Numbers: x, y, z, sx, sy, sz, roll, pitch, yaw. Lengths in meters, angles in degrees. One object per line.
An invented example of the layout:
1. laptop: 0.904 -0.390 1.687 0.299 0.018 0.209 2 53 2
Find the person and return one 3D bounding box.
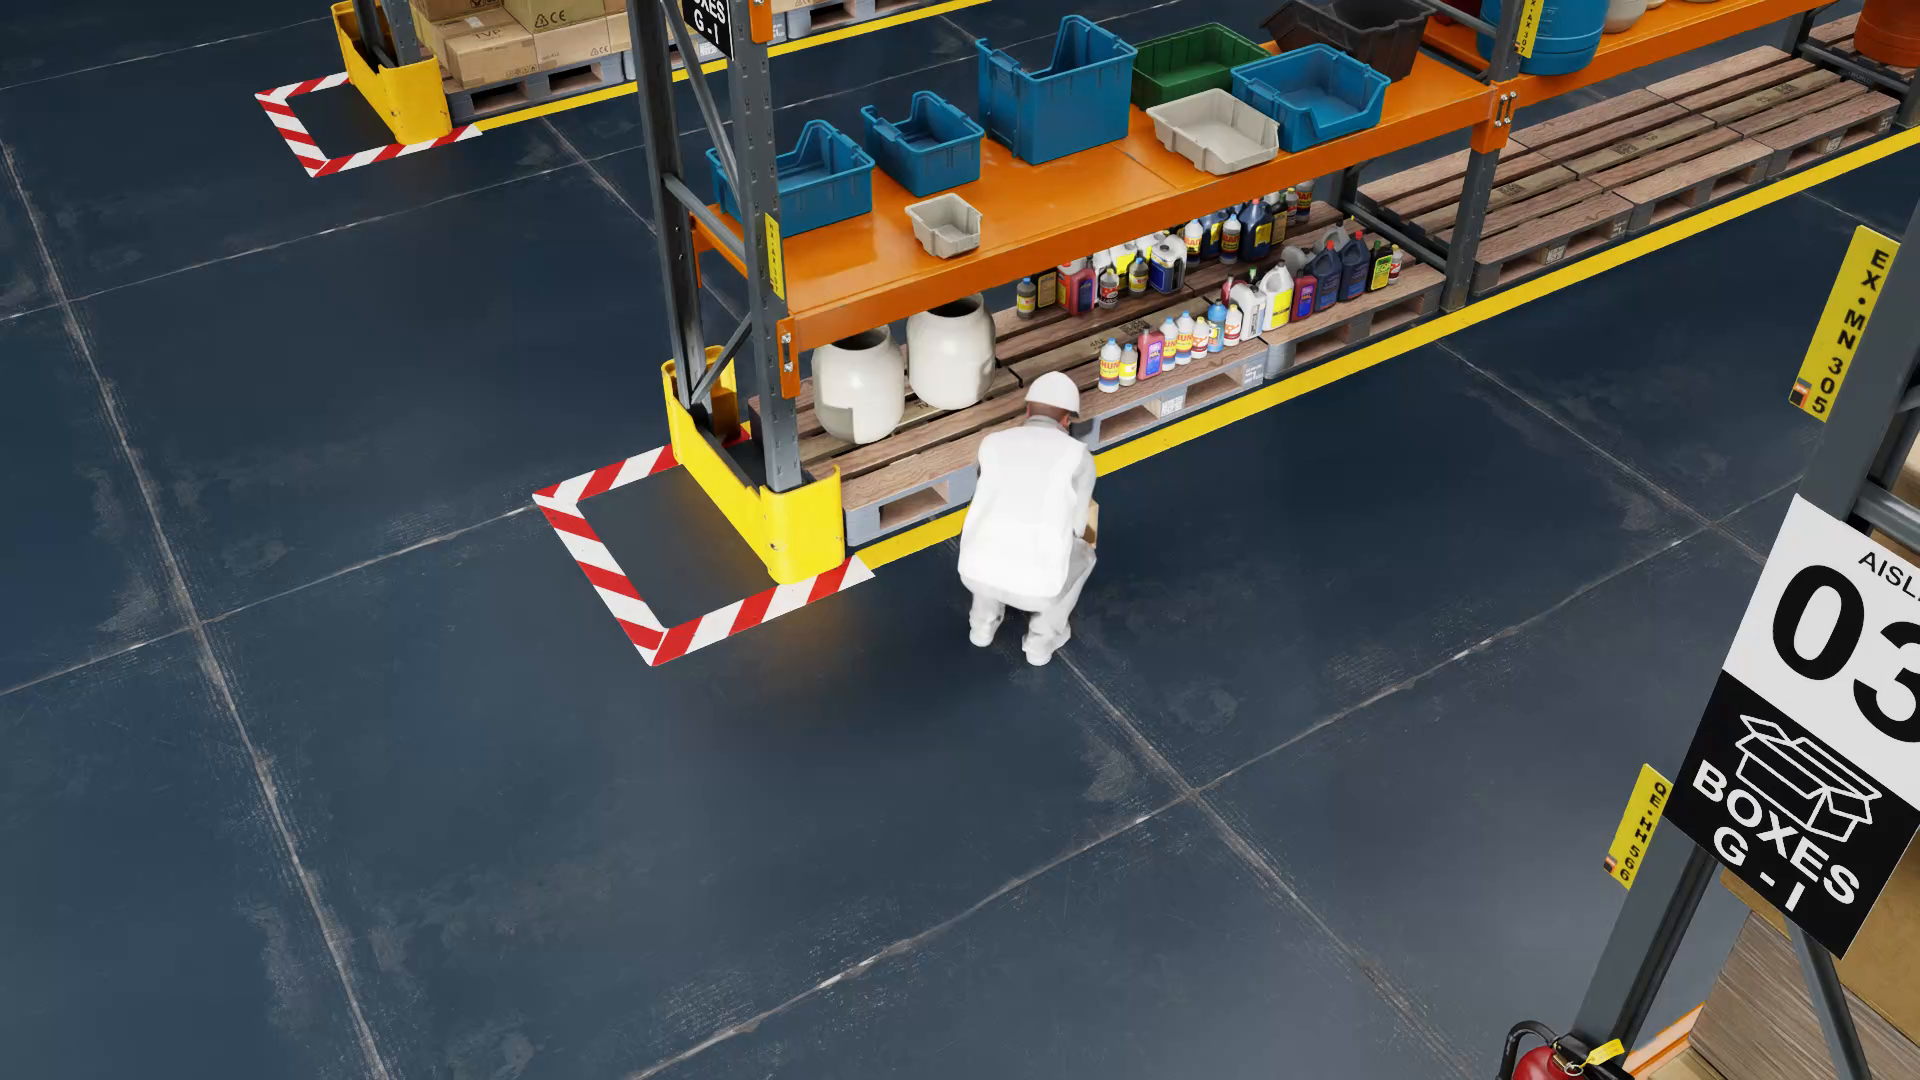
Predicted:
1. person: 0.293 -0.066 6.803 0.514 1.021 0.883 16 43 18
